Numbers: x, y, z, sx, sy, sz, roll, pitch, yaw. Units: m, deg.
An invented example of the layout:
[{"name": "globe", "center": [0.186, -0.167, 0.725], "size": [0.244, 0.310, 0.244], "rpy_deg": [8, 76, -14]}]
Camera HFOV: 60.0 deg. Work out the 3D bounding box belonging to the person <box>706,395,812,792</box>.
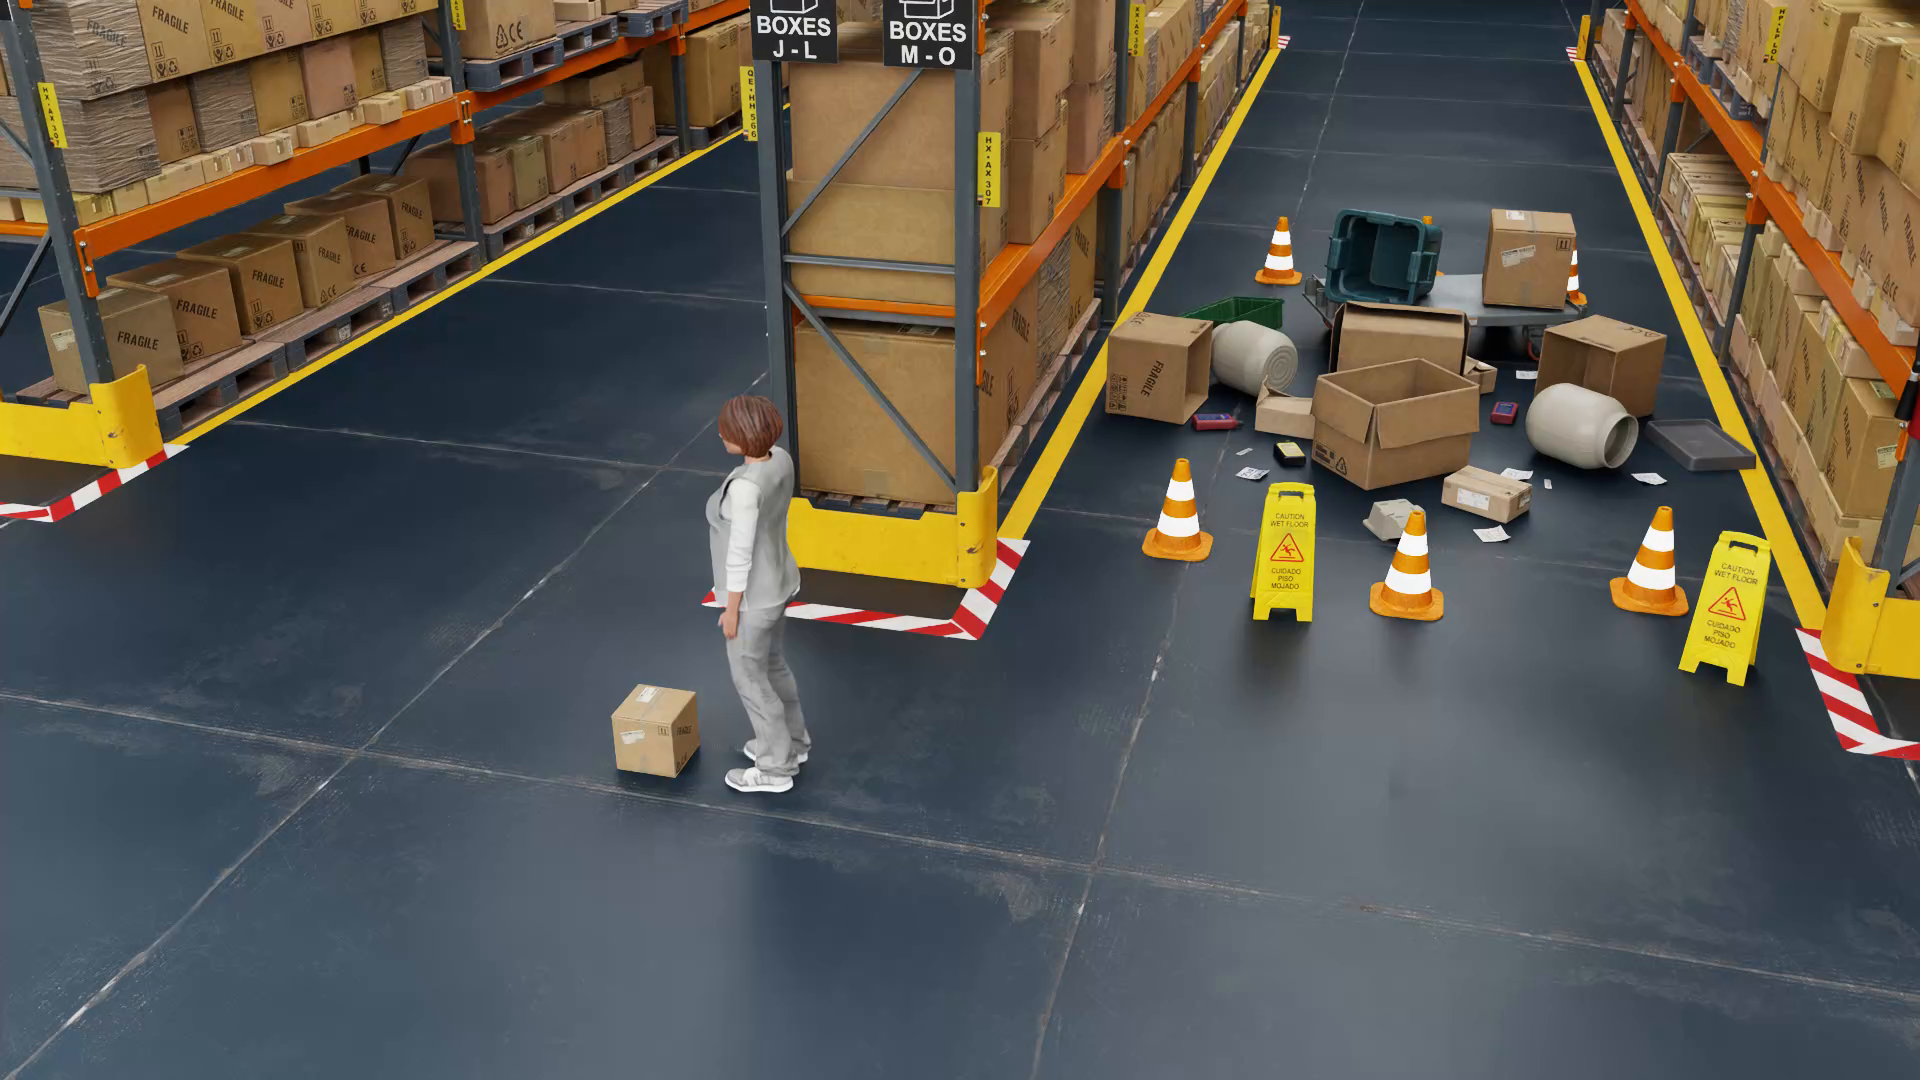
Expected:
[{"name": "person", "center": [-0.755, 0.211, 6.188], "size": [0.307, 1.593, 0.407], "rpy_deg": [7, 27, 14]}]
